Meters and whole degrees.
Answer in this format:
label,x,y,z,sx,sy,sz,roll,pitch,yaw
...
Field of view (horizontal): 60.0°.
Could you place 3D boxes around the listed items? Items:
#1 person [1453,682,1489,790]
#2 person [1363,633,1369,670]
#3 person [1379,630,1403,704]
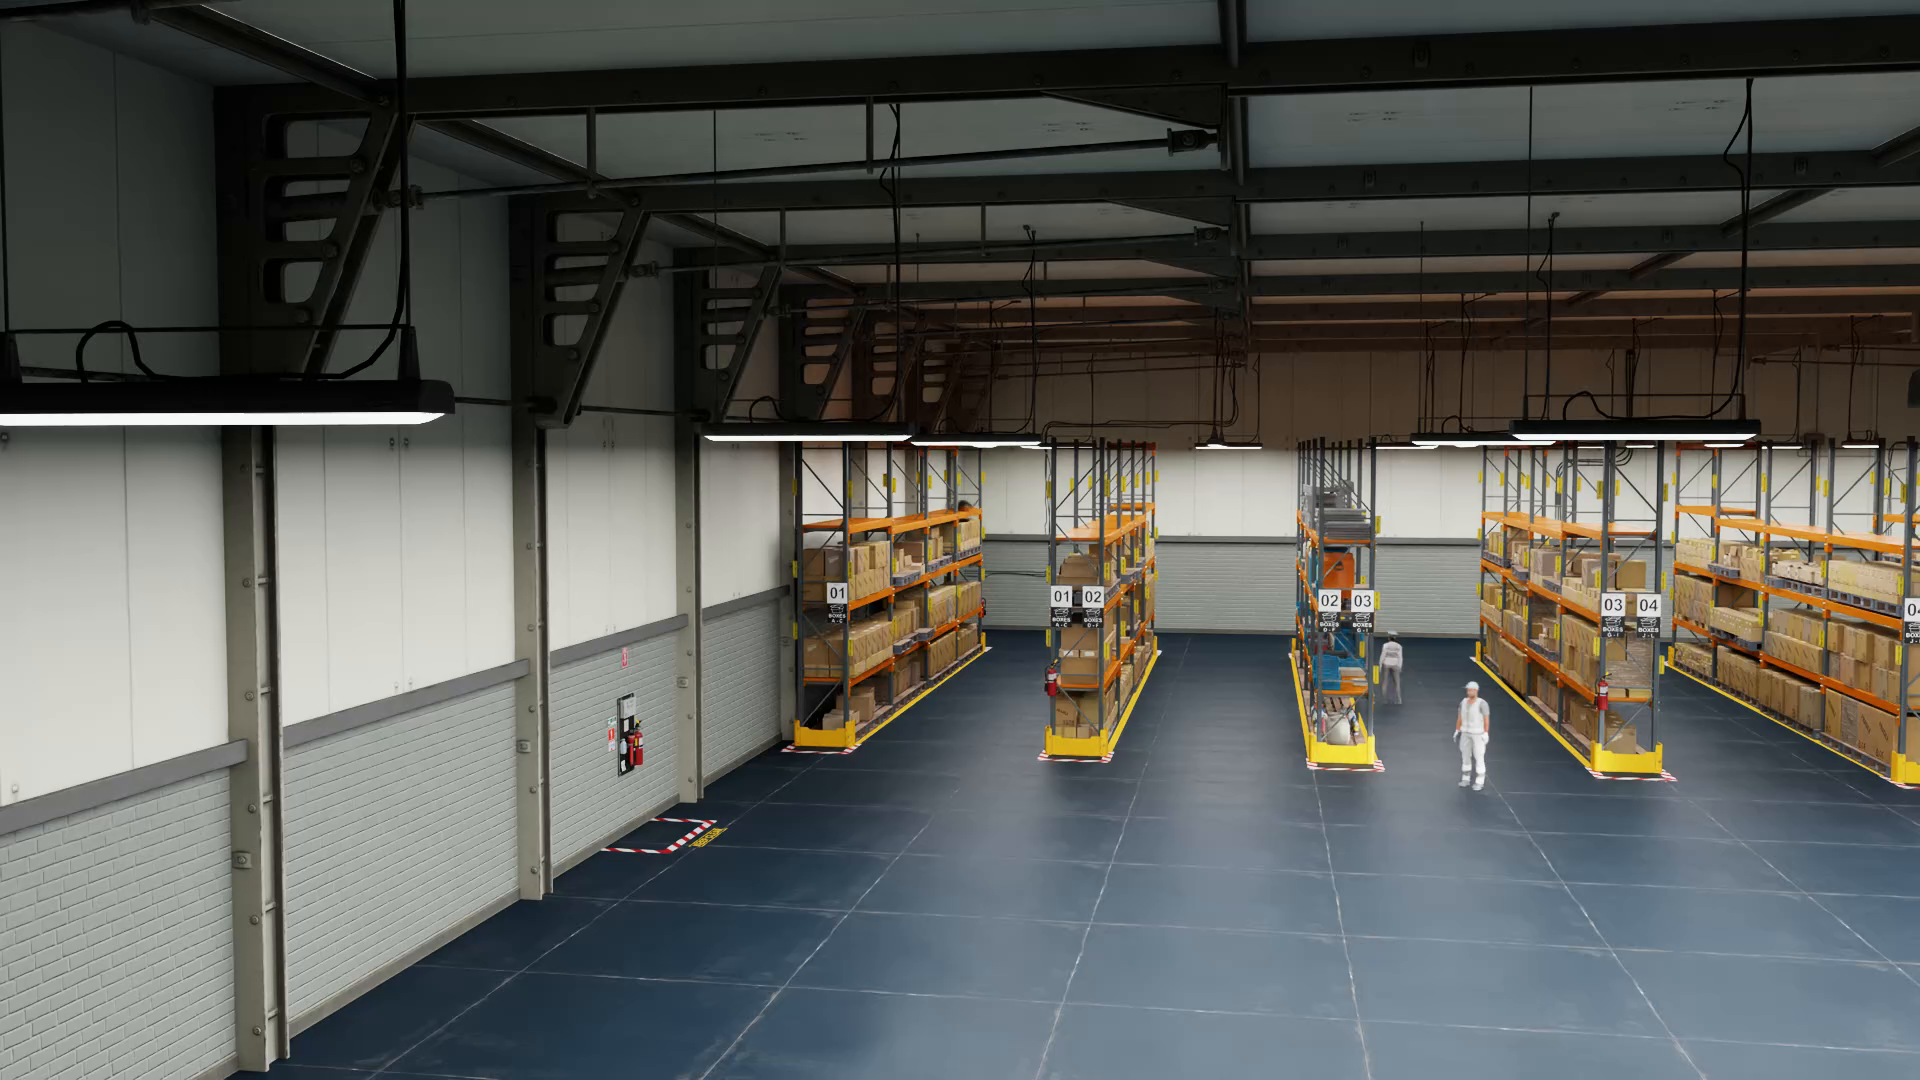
label,x,y,z,sx,sy,sz,roll,pitch,yaw
person,8.709,3.322,28.384,0.387,1.808,0.592,-3,4,-41
person,10.637,2.568,43.951,0.378,1.727,0.502,-2,3,-29
person,9.798,2.892,37.779,0.520,1.683,0.445,2,3,27
